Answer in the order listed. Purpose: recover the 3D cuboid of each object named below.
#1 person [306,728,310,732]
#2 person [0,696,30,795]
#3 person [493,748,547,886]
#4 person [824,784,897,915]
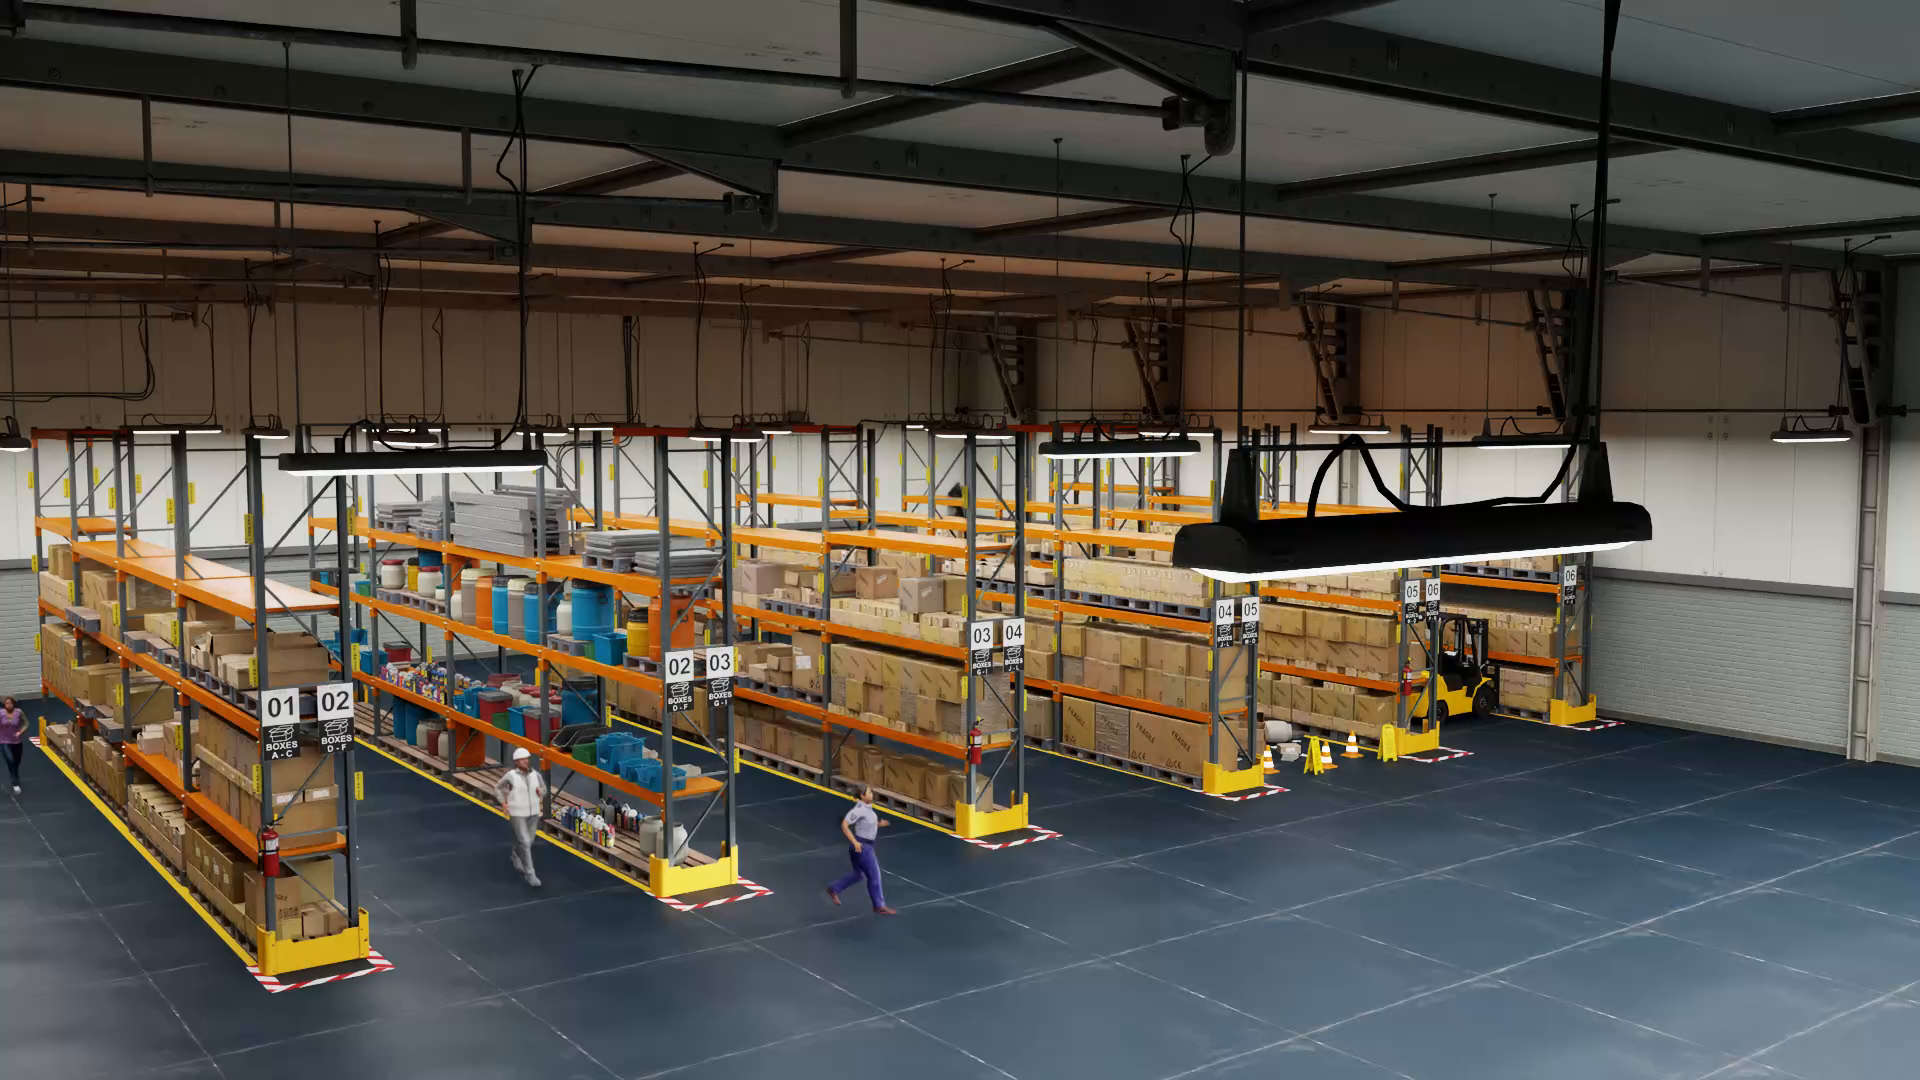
[{"bbox_3d":[-11.283,3.277,28.359,0.574,1.752,0.726,-4,6,-43],"label":"person"},{"bbox_3d":[-15.769,3.371,27.639,0.558,1.589,0.909,-3,5,-32],"label":"person"},{"bbox_3d":[-5.850,3.669,22.301,0.960,1.767,0.652,4,6,45],"label":"person"},{"bbox_3d":[-1.251,3.856,20.804,0.925,1.629,0.612,0,4,1],"label":"person"}]
